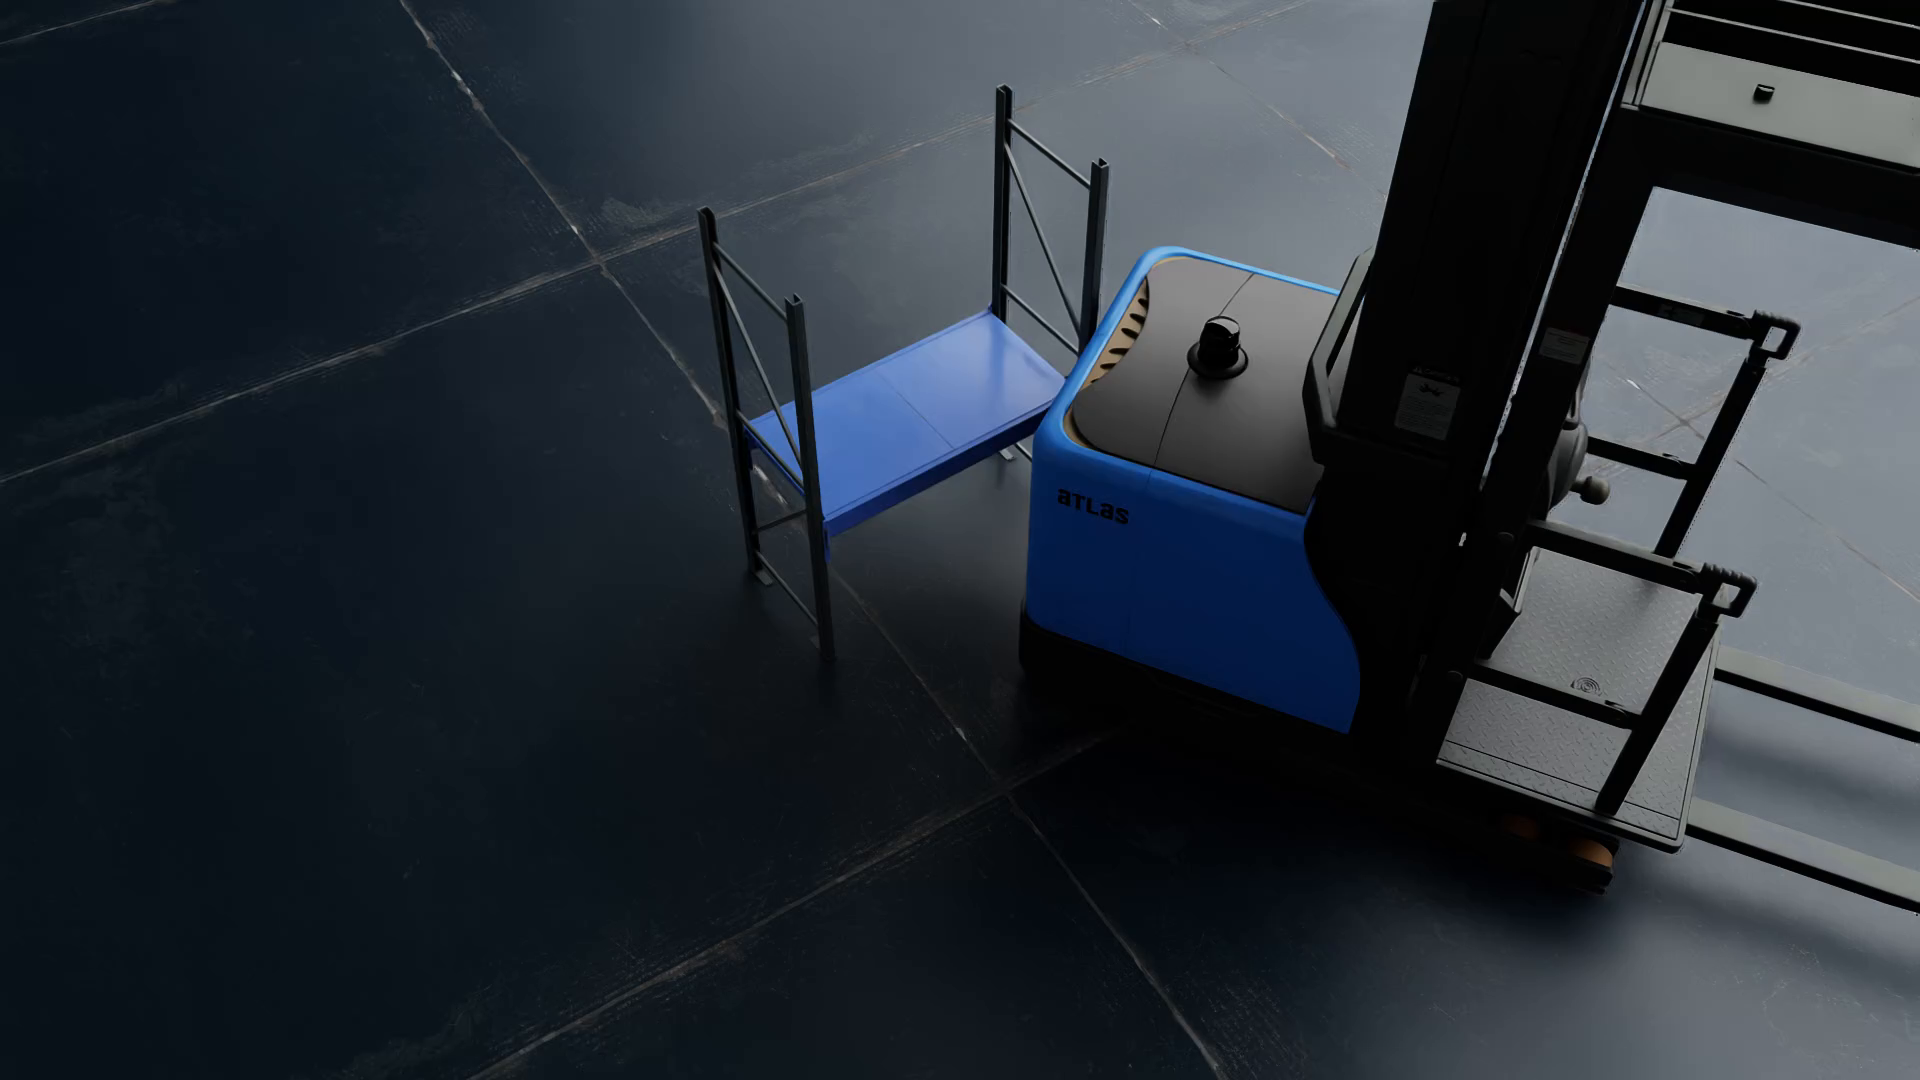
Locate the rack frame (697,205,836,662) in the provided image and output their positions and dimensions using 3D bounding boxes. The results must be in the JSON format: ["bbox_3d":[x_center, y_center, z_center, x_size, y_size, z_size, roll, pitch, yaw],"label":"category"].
[{"bbox_3d":[-0.562,-0.261,4.979,0.032,1.500,0.500,-28,54,-23],"label":"rack frame"}]

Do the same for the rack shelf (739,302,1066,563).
[{"bbox_3d":[-0.149,-0.363,5.310,1.000,0.185,0.538,-28,54,-23],"label":"rack shelf"}]

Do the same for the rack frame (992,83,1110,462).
[{"bbox_3d":[0.264,-0.704,5.372,0.032,1.500,0.500,-28,54,-23],"label":"rack frame"}]

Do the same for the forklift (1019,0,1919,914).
[{"bbox_3d":[1.750,-0.411,4.154,3.031,2.935,1.130,19,51,16],"label":"forklift"}]

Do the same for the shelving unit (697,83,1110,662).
[{"bbox_3d":[-0.149,-0.483,5.175,1.048,1.500,0.538,-28,54,-23],"label":"shelving unit"}]
